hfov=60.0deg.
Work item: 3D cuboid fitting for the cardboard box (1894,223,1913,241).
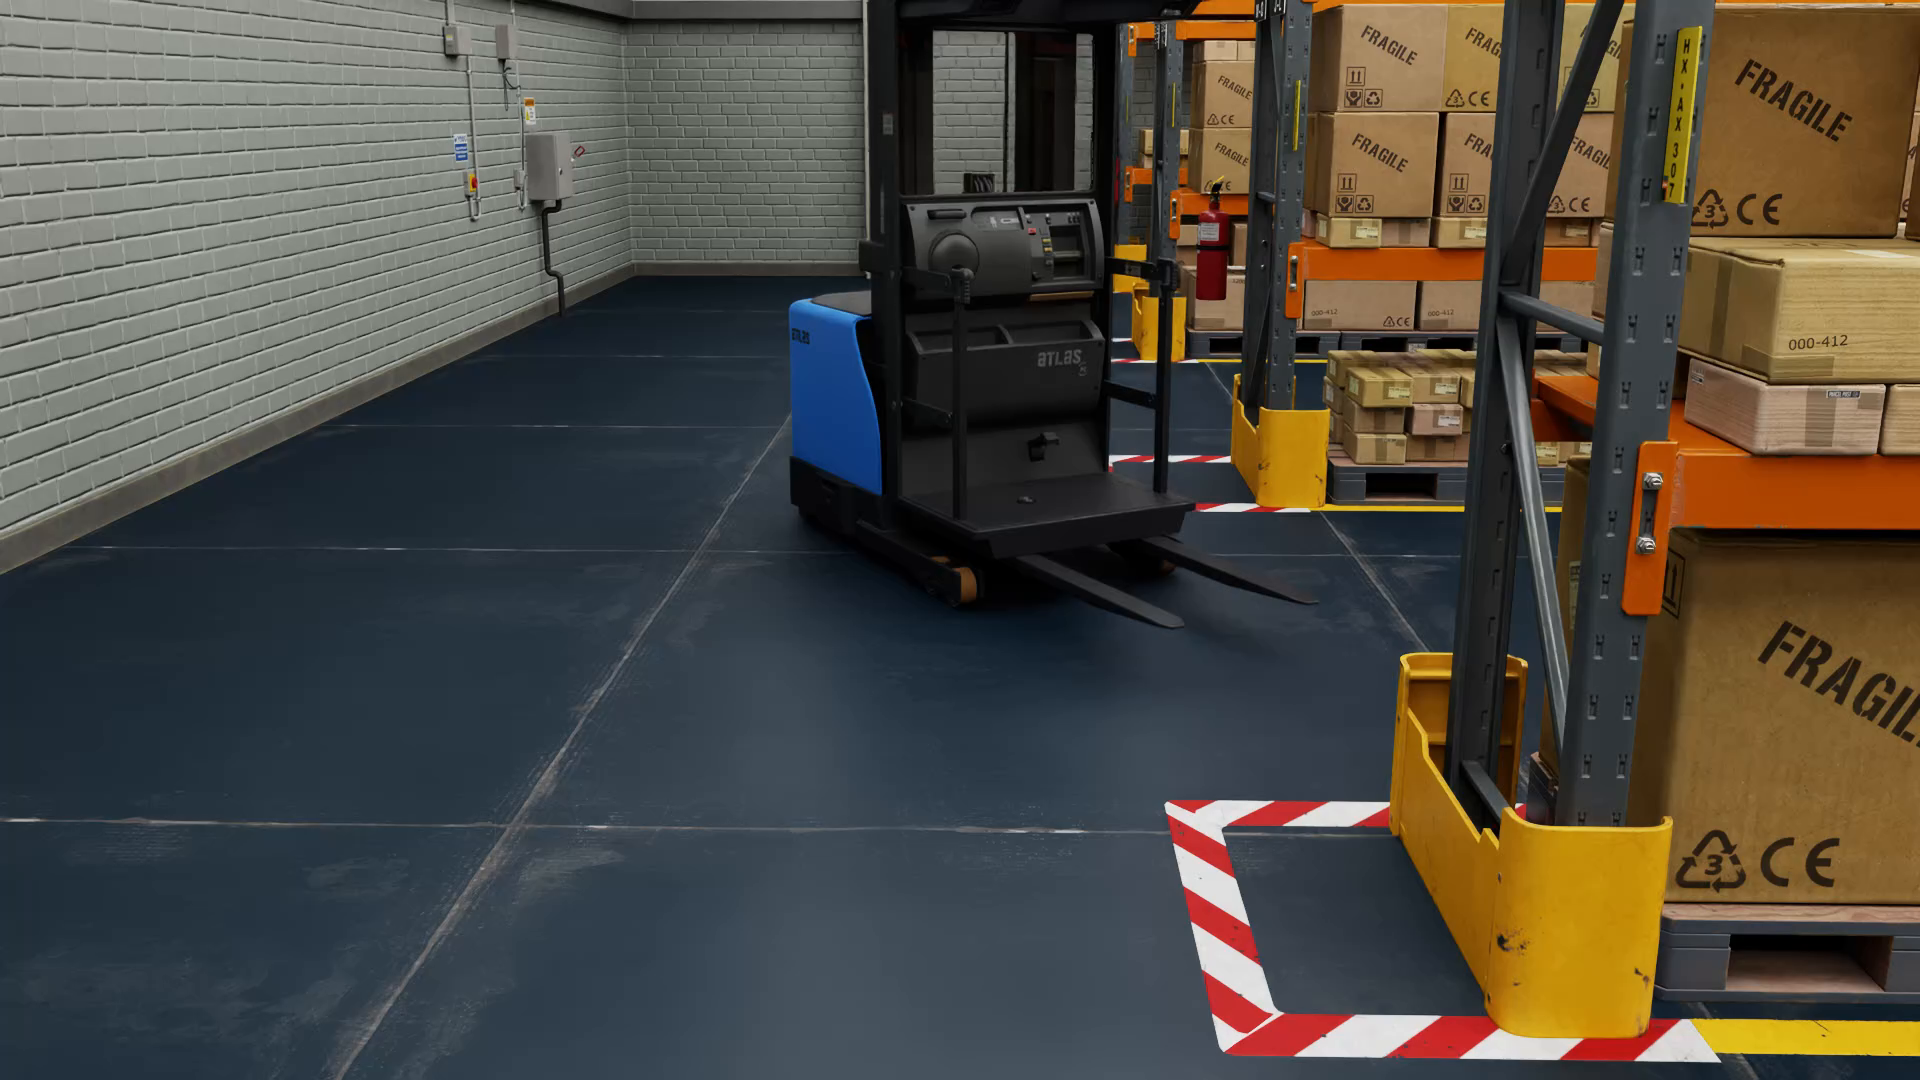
[{"bbox_3d":[2.404,-0.632,4.065,0.500,0.250,0.500,0,15,0],"label":"cardboard box"}]

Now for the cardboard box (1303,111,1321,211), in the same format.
[{"bbox_3d":[2.089,-2.018,8.831,0.500,0.500,0.500,1,15,3],"label":"cardboard box"}]

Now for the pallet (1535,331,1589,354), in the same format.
[{"bbox_3d":[4.899,-1.677,13.783,1.213,0.211,1.003,0,15,1],"label":"pallet"}]

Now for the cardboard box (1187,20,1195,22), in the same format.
[{"bbox_3d":[2.357,-5.565,17.665,0.250,0.149,0.380,1,15,2],"label":"cardboard box"}]

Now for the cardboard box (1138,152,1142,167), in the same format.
[{"bbox_3d":[2.120,-4.237,18.513,0.250,0.149,0.380,0,15,1],"label":"cardboard box"}]

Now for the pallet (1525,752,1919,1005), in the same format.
[{"bbox_3d":[2.207,0.834,4.264,1.213,0.211,1.003,0,15,1],"label":"pallet"}]

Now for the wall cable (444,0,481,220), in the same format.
[{"bbox_3d":[-3.979,-3.564,13.415,0.123,1.953,0.585,0,15,1],"label":"wall cable"}]

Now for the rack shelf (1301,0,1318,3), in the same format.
[{"bbox_3d":[3.633,-2.853,8.304,4.000,0.370,1.077,0,15,1],"label":"rack shelf"}]

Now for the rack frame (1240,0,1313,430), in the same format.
[{"bbox_3d":[1.634,-1.764,8.644,0.127,3.000,1.000,0,15,1],"label":"rack frame"}]

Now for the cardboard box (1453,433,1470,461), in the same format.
[{"bbox_3d":[2.661,-0.522,8.705,0.250,0.149,0.380,1,15,2],"label":"cardboard box"}]

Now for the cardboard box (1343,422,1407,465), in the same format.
[{"bbox_3d":[2.149,-0.503,8.632,0.250,0.149,0.380,1,15,3],"label":"cardboard box"}]

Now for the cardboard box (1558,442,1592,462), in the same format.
[{"bbox_3d":[3.171,-0.515,8.679,0.250,0.149,0.380,0,15,2],"label":"cardboard box"}]

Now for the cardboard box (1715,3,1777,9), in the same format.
[{"bbox_3d":[3.609,-2.355,8.149,0.500,0.500,0.500,0,15,0],"label":"cardboard box"}]

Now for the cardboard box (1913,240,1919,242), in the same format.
[{"bbox_3d":[2.399,-0.497,3.555,0.500,0.250,0.500,0,15,1],"label":"cardboard box"}]

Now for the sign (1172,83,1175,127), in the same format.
[{"bbox_3d":[1.639,-3.342,12.775,0.005,0.325,0.100,0,15,1],"label":"sign"}]

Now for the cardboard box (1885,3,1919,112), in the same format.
[{"bbox_3d":[4.638,-2.349,8.125,0.500,0.500,0.500,0,15,0],"label":"cardboard box"}]

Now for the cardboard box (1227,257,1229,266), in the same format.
[{"bbox_3d":[2.815,-3.076,18.385,0.250,0.149,0.380,0,15,-1],"label":"cardboard box"}]

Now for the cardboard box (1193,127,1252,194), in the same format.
[{"bbox_3d":[2.131,-2.999,13.130,0.500,0.500,0.500,0,15,1],"label":"cardboard box"}]

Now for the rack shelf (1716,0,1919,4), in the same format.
[{"bbox_3d":[7.657,-4.090,12.993,4.000,0.370,1.077,0,15,1],"label":"rack shelf"}]

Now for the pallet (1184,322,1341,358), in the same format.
[{"bbox_3d":[2.460,-1.693,13.843,1.213,0.211,1.003,0,15,1],"label":"pallet"}]

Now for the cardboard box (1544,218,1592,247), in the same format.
[{"bbox_3d":[3.005,-1.575,8.423,0.250,0.149,0.380,0,15,1],"label":"cardboard box"}]

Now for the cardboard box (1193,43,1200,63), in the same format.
[{"bbox_3d":[2.023,-3.921,13.393,0.250,0.149,0.380,1,15,2],"label":"cardboard box"}]

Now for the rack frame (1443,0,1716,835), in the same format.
[{"bbox_3d":[1.406,-0.499,3.853,0.127,3.000,1.000,0,15,1],"label":"rack frame"}]

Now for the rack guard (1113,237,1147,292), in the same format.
[{"bbox_3d":[1.858,-3.083,18.547,0.348,0.500,1.175,0,15,1],"label":"rack guard"}]

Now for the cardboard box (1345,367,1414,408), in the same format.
[{"bbox_3d":[2.149,-0.786,8.537,0.250,0.149,0.380,0,15,-1],"label":"cardboard box"}]

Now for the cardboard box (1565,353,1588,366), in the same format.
[{"bbox_3d":[3.469,-0.916,9.031,0.250,0.149,0.380,0,15,0],"label":"cardboard box"}]

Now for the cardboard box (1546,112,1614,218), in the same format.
[{"bbox_3d":[3.100,-1.879,8.303,0.500,0.500,0.500,1,15,2],"label":"cardboard box"}]

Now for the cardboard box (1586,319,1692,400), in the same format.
[{"bbox_3d":[1.770,-0.460,4.194,0.250,0.149,0.380,1,15,2],"label":"cardboard box"}]

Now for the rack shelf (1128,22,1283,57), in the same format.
[{"bbox_3d":[3.781,-5.382,17.889,4.000,0.370,1.077,0,15,1],"label":"rack shelf"}]

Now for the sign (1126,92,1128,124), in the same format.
[{"bbox_3d":[1.768,-4.573,17.595,0.005,0.325,0.100,0,15,1],"label":"sign"}]

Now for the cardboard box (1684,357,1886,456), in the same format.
[{"bbox_3d":[1.752,-0.291,3.557,0.250,0.149,0.380,1,15,2],"label":"cardboard box"}]

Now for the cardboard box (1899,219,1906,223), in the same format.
[{"bbox_3d":[4.559,-1.568,8.397,0.250,0.149,0.380,0,15,0],"label":"cardboard box"}]

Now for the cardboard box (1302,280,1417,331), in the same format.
[{"bbox_3d":[3.236,-2.008,13.771,0.875,0.438,0.875,1,15,3],"label":"cardboard box"}]

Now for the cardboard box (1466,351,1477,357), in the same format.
[{"bbox_3d":[2.938,-0.934,9.098,0.250,0.149,0.380,0,15,-1],"label":"cardboard box"}]

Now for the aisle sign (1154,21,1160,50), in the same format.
[{"bbox_3d":[1.595,-4.363,13.401,0.004,0.787,0.394,0,15,1],"label":"aisle sign"}]

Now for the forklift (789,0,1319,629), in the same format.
[{"bbox_3d":[0.306,-1.274,6.924,1.130,2.935,3.031,-8,17,-28],"label":"forklift"}]

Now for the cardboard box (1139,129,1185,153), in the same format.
[{"bbox_3d":[2.249,-4.428,18.456,0.500,0.250,0.500,1,15,3],"label":"cardboard box"}]

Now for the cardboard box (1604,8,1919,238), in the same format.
[{"bbox_3d":[1.900,-0.997,3.980,0.500,0.500,0.500,1,15,2],"label":"cardboard box"}]

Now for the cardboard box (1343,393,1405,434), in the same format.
[{"bbox_3d":[2.151,-0.663,8.656,0.250,0.149,0.380,1,15,4],"label":"cardboard box"}]

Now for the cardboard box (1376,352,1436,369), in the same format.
[{"bbox_3d":[2.419,-0.921,9.049,0.250,0.149,0.380,1,15,3],"label":"cardboard box"}]

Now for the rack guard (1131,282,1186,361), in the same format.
[{"bbox_3d":[1.635,-1.818,13.751,0.348,0.500,1.175,0,15,1],"label":"rack guard"}]

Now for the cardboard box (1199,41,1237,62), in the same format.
[{"bbox_3d":[2.007,-3.799,12.932,0.250,0.149,0.380,1,15,3],"label":"cardboard box"}]

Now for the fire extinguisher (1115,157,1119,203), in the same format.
[{"bbox_3d":[1.623,-3.958,17.844,0.183,0.674,0.296,0,15,1],"label":"fire extinguisher"}]

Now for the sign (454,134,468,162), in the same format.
[{"bbox_3d":[-4.041,-3.176,13.469,0.001,0.218,0.327,0,15,1],"label":"sign"}]

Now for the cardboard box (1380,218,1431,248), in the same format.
[{"bbox_3d":[2.205,-1.565,8.385,0.250,0.149,0.380,1,15,3],"label":"cardboard box"}]

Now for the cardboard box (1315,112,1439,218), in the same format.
[{"bbox_3d":[2.075,-1.882,8.316,0.500,0.500,0.500,1,15,4],"label":"cardboard box"}]

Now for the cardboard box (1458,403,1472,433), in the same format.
[{"bbox_3d":[2.670,-0.668,8.674,0.250,0.149,0.380,1,15,2],"label":"cardboard box"}]

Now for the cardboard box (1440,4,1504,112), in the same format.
[{"bbox_3d":[2.580,-2.367,8.192,0.500,0.500,0.500,1,15,3],"label":"cardboard box"}]

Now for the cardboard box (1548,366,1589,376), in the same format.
[{"bbox_3d":[3.203,-0.796,8.575,0.250,0.149,0.380,1,15,4],"label":"cardboard box"}]

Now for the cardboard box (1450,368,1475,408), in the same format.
[{"bbox_3d":[2.676,-0.780,8.517,0.250,0.149,0.380,0,15,1],"label":"cardboard box"}]

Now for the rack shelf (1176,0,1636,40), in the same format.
[{"bbox_3d":[3.658,-4.116,13.091,4.000,0.370,1.077,0,15,1],"label":"rack shelf"}]

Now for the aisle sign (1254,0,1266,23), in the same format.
[{"bbox_3d":[1.568,-3.098,8.605,0.004,0.787,0.394,0,15,1],"label":"aisle sign"}]

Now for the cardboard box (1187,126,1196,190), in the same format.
[{"bbox_3d":[2.148,-3.139,13.663,0.500,0.500,0.500,0,15,2],"label":"cardboard box"}]

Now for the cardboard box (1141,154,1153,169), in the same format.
[{"bbox_3d":[2.104,-4.099,17.988,0.250,0.149,0.380,0,15,1],"label":"cardboard box"}]

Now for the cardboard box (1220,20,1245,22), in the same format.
[{"bbox_3d":[2.860,-5.531,17.537,0.250,0.149,0.380,1,15,3],"label":"cardboard box"}]

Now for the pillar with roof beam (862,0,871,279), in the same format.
[{"bbox_3d":[-1.000,-6.343,14.241,0.400,9.000,9.100,0,15,1],"label":"pillar with roof beam"}]

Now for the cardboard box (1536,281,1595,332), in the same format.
[{"bbox_3d":[5.033,-1.996,13.725,0.875,0.438,0.875,0,15,1],"label":"cardboard box"}]
